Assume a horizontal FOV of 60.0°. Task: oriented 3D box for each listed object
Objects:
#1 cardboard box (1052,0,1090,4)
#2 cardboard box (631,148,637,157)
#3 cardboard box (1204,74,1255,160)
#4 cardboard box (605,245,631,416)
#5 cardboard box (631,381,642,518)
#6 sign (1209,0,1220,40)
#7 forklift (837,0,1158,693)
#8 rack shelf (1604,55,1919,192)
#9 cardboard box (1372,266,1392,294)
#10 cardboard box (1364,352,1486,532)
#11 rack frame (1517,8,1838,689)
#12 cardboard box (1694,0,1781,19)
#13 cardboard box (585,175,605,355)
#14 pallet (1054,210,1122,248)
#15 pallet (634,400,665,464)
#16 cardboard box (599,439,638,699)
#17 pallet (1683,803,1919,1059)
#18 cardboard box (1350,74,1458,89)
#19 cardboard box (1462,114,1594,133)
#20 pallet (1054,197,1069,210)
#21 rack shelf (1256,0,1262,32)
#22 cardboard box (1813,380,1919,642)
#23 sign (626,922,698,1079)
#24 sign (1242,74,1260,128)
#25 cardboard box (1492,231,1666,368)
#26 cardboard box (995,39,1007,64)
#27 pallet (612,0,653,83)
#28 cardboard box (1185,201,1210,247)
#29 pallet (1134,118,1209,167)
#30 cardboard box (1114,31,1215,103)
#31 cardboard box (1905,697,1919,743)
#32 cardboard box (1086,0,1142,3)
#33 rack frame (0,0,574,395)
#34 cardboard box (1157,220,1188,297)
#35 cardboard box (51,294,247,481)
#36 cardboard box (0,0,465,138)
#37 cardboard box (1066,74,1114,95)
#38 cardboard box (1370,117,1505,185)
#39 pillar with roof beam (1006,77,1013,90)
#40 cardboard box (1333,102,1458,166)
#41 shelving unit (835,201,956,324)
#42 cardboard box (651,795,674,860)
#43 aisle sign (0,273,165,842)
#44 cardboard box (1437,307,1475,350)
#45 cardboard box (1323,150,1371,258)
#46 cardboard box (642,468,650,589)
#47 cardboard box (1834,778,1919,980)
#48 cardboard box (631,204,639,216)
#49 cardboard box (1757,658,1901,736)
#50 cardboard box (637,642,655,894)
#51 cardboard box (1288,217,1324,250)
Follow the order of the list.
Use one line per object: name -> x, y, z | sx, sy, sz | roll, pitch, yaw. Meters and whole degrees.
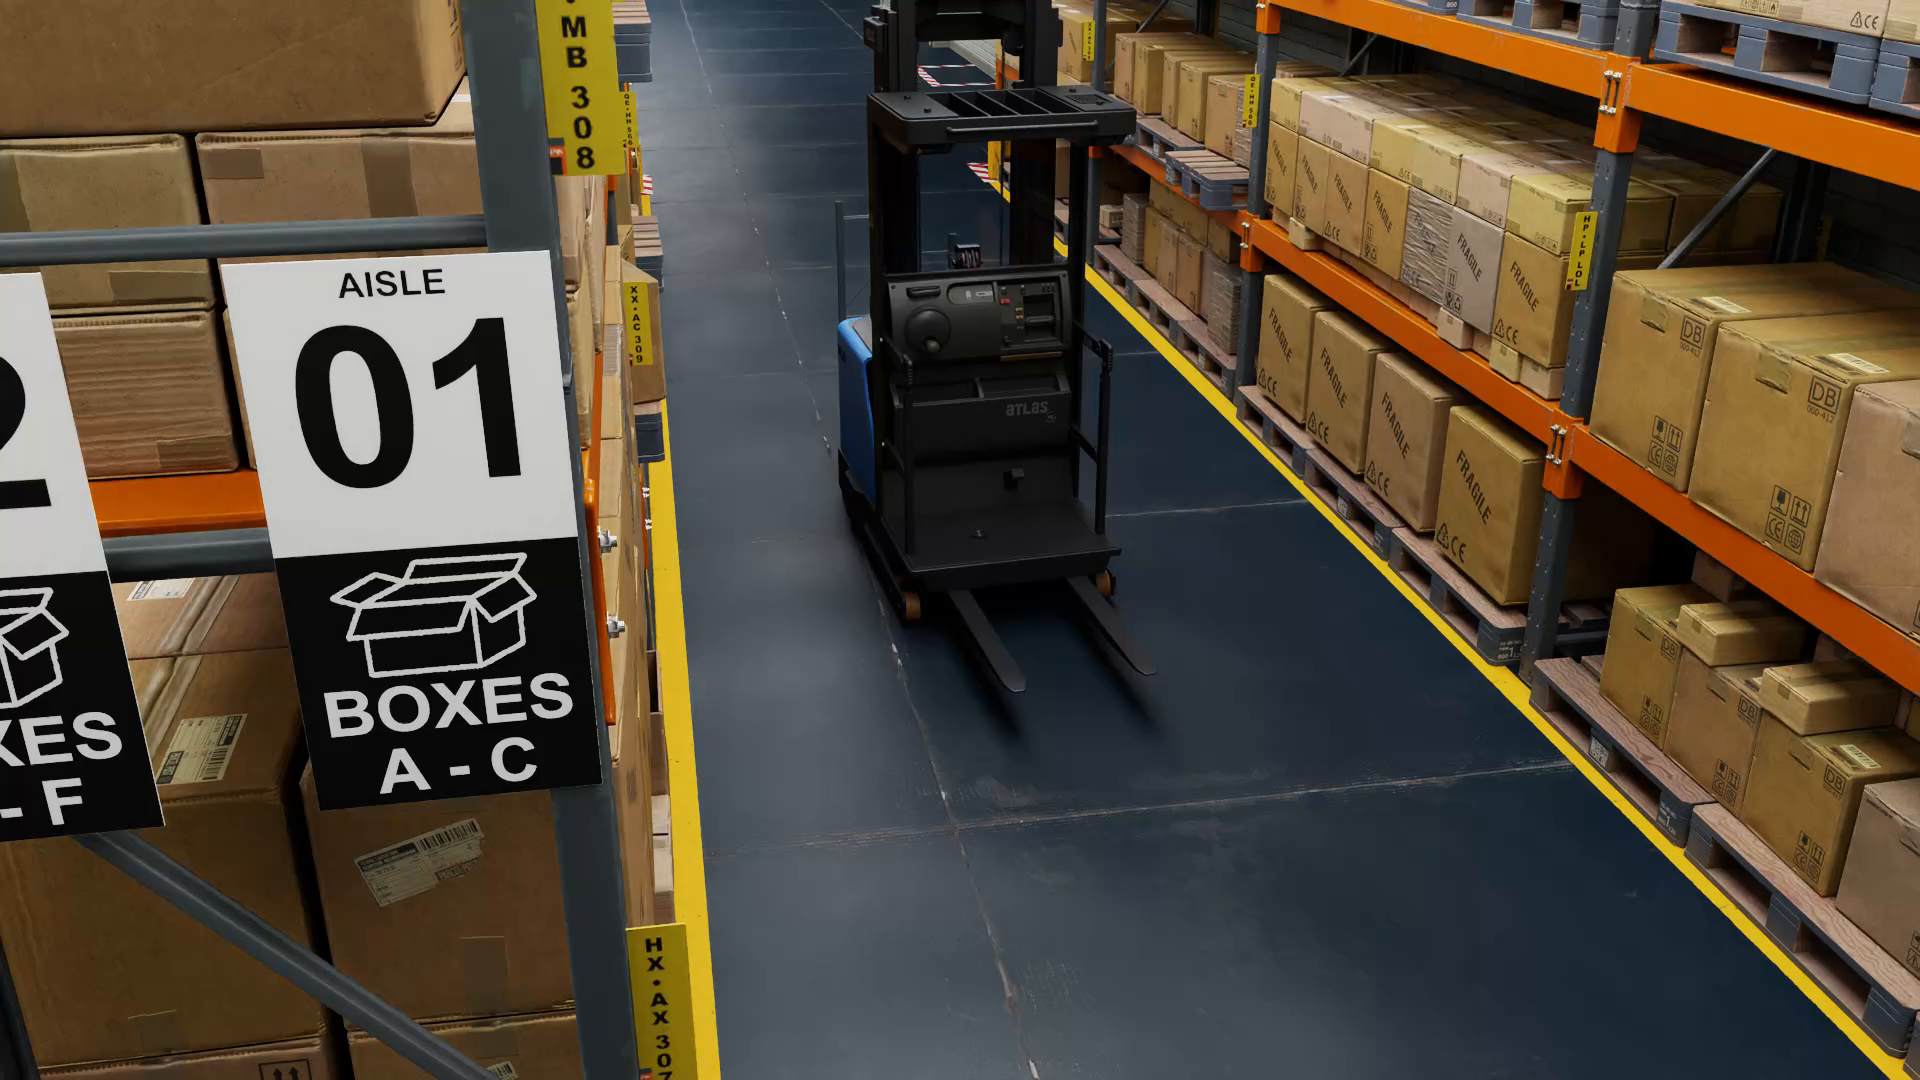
cardboard box -> 0.964, -4.940, 16.038 | 0.500, 0.500, 0.500 | -4, 24, -8
cardboard box -> -3.113, -3.203, 14.810 | 0.500, 0.500, 0.500 | -4, 24, -10
cardboard box -> 2.145, -2.969, 11.626 | 0.700, 0.500, 0.500 | -7, 24, -15
cardboard box -> -1.408, -0.703, 5.737 | 0.500, 0.500, 0.500 | -4, 24, -9
cardboard box -> -1.411, -0.247, 5.942 | 0.500, 0.500, 0.500 | -4, 24, -9
sign -> 2.177, -4.466, 14.282 | 0.100, 0.325, 0.005 | -4, 24, -10
forklift -> 0.161, -1.101, 8.110 | 1.130, 2.935, 3.031 | -6, 24, -14
rack shelf -> 3.482, -1.005, 4.954 | 1.077, 0.370, 4.000 | -4, 24, -10
cardboard box -> 2.500, -1.465, 9.145 | 0.380, 0.149, 0.250 | -4, 24, -9
cardboard box -> 2.697, -0.549, 8.921 | 0.750, 0.750, 0.750 | -4, 24, -8
rack frame -> 3.112, -0.747, 7.212 | 1.000, 3.000, 0.127 | -4, 24, -10
cardboard box -> 2.981, -1.999, 5.870 | 0.500, 0.250, 0.500 | -4, 24, -10
cardboard box -> -0.941, -0.530, 3.154 | 0.500, 0.250, 0.500 | -4, 24, -10
pallet -> 1.474, -2.877, 15.574 | 1.003, 0.211, 1.213 | -4, 24, -10
pallet -> -1.796, -0.613, 7.146 | 1.003, 0.211, 1.213 | -4, 24, -10
cardboard box -> -1.031, 0.095, 3.912 | 0.500, 0.500, 0.500 | -4, 24, -9
pallet -> 3.405, 1.317, 5.971 | 1.003, 0.211, 1.213 | -4, 24, -10
cardboard box -> 2.711, -2.696, 10.216 | 0.500, 0.250, 0.500 | -4, 24, -8
cardboard box -> 2.990, -2.089, 8.828 | 0.500, 0.250, 0.500 | -5, 24, -11
pallet -> 1.245, -3.358, 16.675 | 1.003, 0.211, 1.213 | -4, 24, -10
rack shelf -> 2.002, -4.152, 12.159 | 1.077, 0.370, 4.000 | -4, 24, -10
cardboard box -> 3.470, -0.096, 5.348 | 0.980, 0.700, 0.700 | -5, 24, -12
sign -> -0.483, 0.758, 2.685 | 0.100, 0.325, 0.005 | -4, 24, -10
sign -> 1.841, -2.770, 10.498 | 0.100, 0.325, 0.005 | -4, 24, -10
cardboard box -> 2.779, -1.101, 7.501 | 0.500, 0.500, 0.500 | -5, 24, -11
cardboard box -> 0.671, -5.192, 17.552 | 0.500, 0.250, 0.500 | -5, 24, -11
pallet -> -1.807, -1.929, 6.405 | 1.213, 0.211, 1.003 | -4, 24, -10
cardboard box -> 2.044, -2.430, 12.702 | 0.500, 0.250, 0.500 | -4, 24, -10
pallet -> 1.966, -3.008, 12.628 | 1.003, 0.211, 1.213 | -4, 24, -10
cardboard box -> 1.693, -3.938, 13.844 | 0.700, 0.500, 0.500 | -4, 24, -10
cardboard box -> 3.561, 0.651, 5.800 | 0.380, 0.149, 0.250 | -5, 24, -11
cardboard box -> 1.465, -4.981, 16.133 | 0.500, 0.500, 0.500 | -4, 24, -9
rack frame -> -1.016, -1.554, 1.566 | 1.000, 3.000, 0.127 | -4, 24, -10
cardboard box -> 1.984, -2.258, 13.246 | 0.700, 0.500, 0.500 | -4, 24, -9
cardboard box -> -1.370, -0.294, 2.614 | 0.500, 0.250, 0.500 | -4, 24, -10
cardboard box -> -1.127, -0.885, 2.406 | 0.700, 0.500, 0.500 | -4, 24, -10
cardboard box -> 1.247, -3.998, 14.818 | 0.500, 0.250, 0.500 | -4, 24, -10
cardboard box -> 2.500, -2.049, 8.736 | 0.500, 0.250, 0.500 | -5, 24, -11
pillar with roof beam -> -3.468, -10.046, 21.009 | 9.100, 9.000, 0.400 | -4, 24, -10
cardboard box -> 2.399, -2.250, 9.194 | 0.500, 0.250, 0.500 | -4, 24, -9
shelving unit -> -0.398, -1.240, 10.215 | 0.538, 1.500, 1.048 | -6, 24, -14
cardboard box -> -1.243, 1.073, 6.059 | 0.380, 0.149, 0.250 | -4, 24, -10
aisle sign -> -1.304, 0.053, 2.133 | 0.394, 0.787, 0.004 | -4, 24, -10
cardboard box -> 2.591, -1.055, 8.207 | 0.380, 0.149, 0.250 | -4, 24, -10
cardboard box -> 2.389, -1.899, 9.329 | 0.500, 0.500, 0.500 | -4, 24, -10
cardboard box -> -1.800, -0.049, 8.188 | 0.500, 0.500, 0.500 | -4, 24, -9
cardboard box -> 3.438, 1.117, 5.542 | 0.700, 0.500, 0.500 | -5, 24, -11
cardboard box -> -2.878, -2.577, 13.612 | 0.500, 0.311, 0.500 | -4, 24, -10
cardboard box -> 3.130, 0.564, 5.998 | 0.380, 0.149, 0.250 | -5, 24, -11
cardboard box -> -1.030, 0.555, 4.107 | 0.500, 0.500, 0.500 | -4, 24, -10
cardboard box -> 2.209, -1.857, 10.043 | 0.380, 0.149, 0.250 | -4, 24, -8
